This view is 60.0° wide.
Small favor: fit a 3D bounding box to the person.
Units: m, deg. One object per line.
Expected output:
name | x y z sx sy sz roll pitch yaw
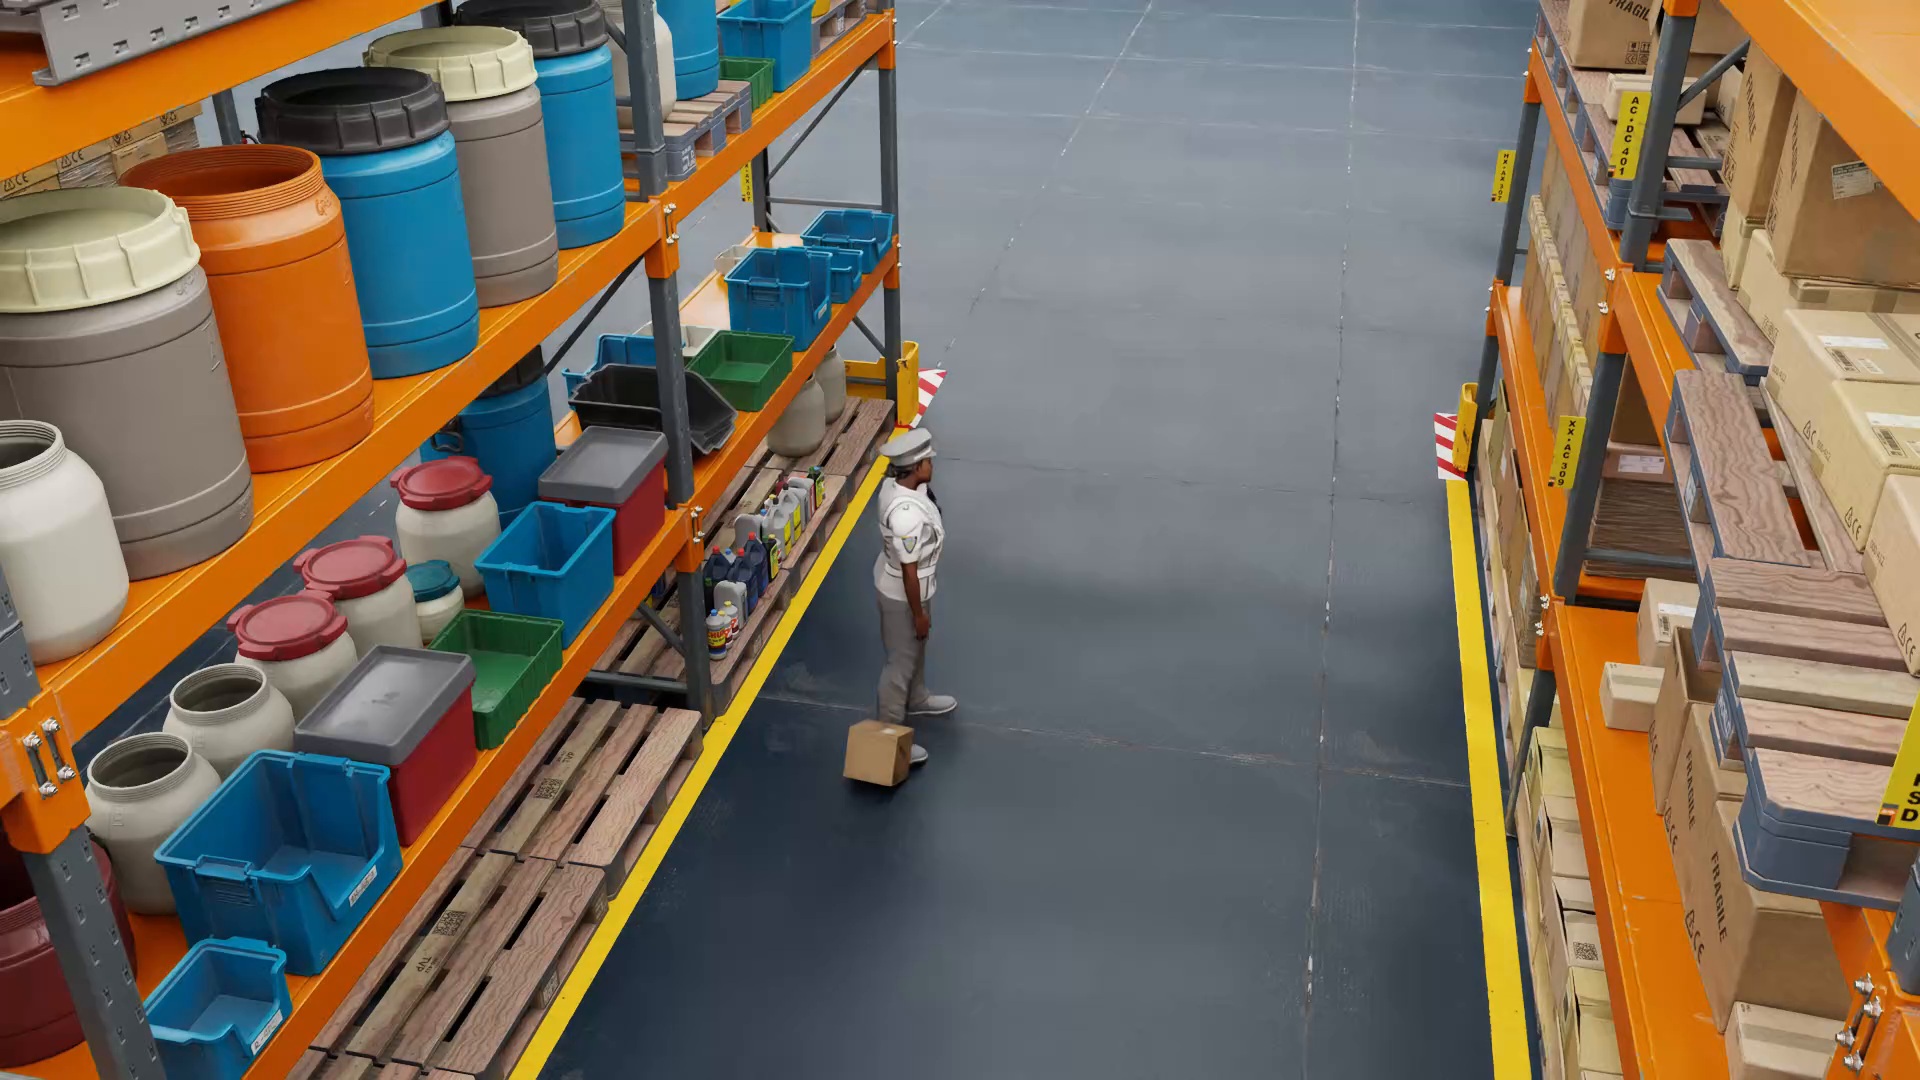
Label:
person | -0.220 0.248 8.096 0.427 1.683 0.548 -2 29 -3
